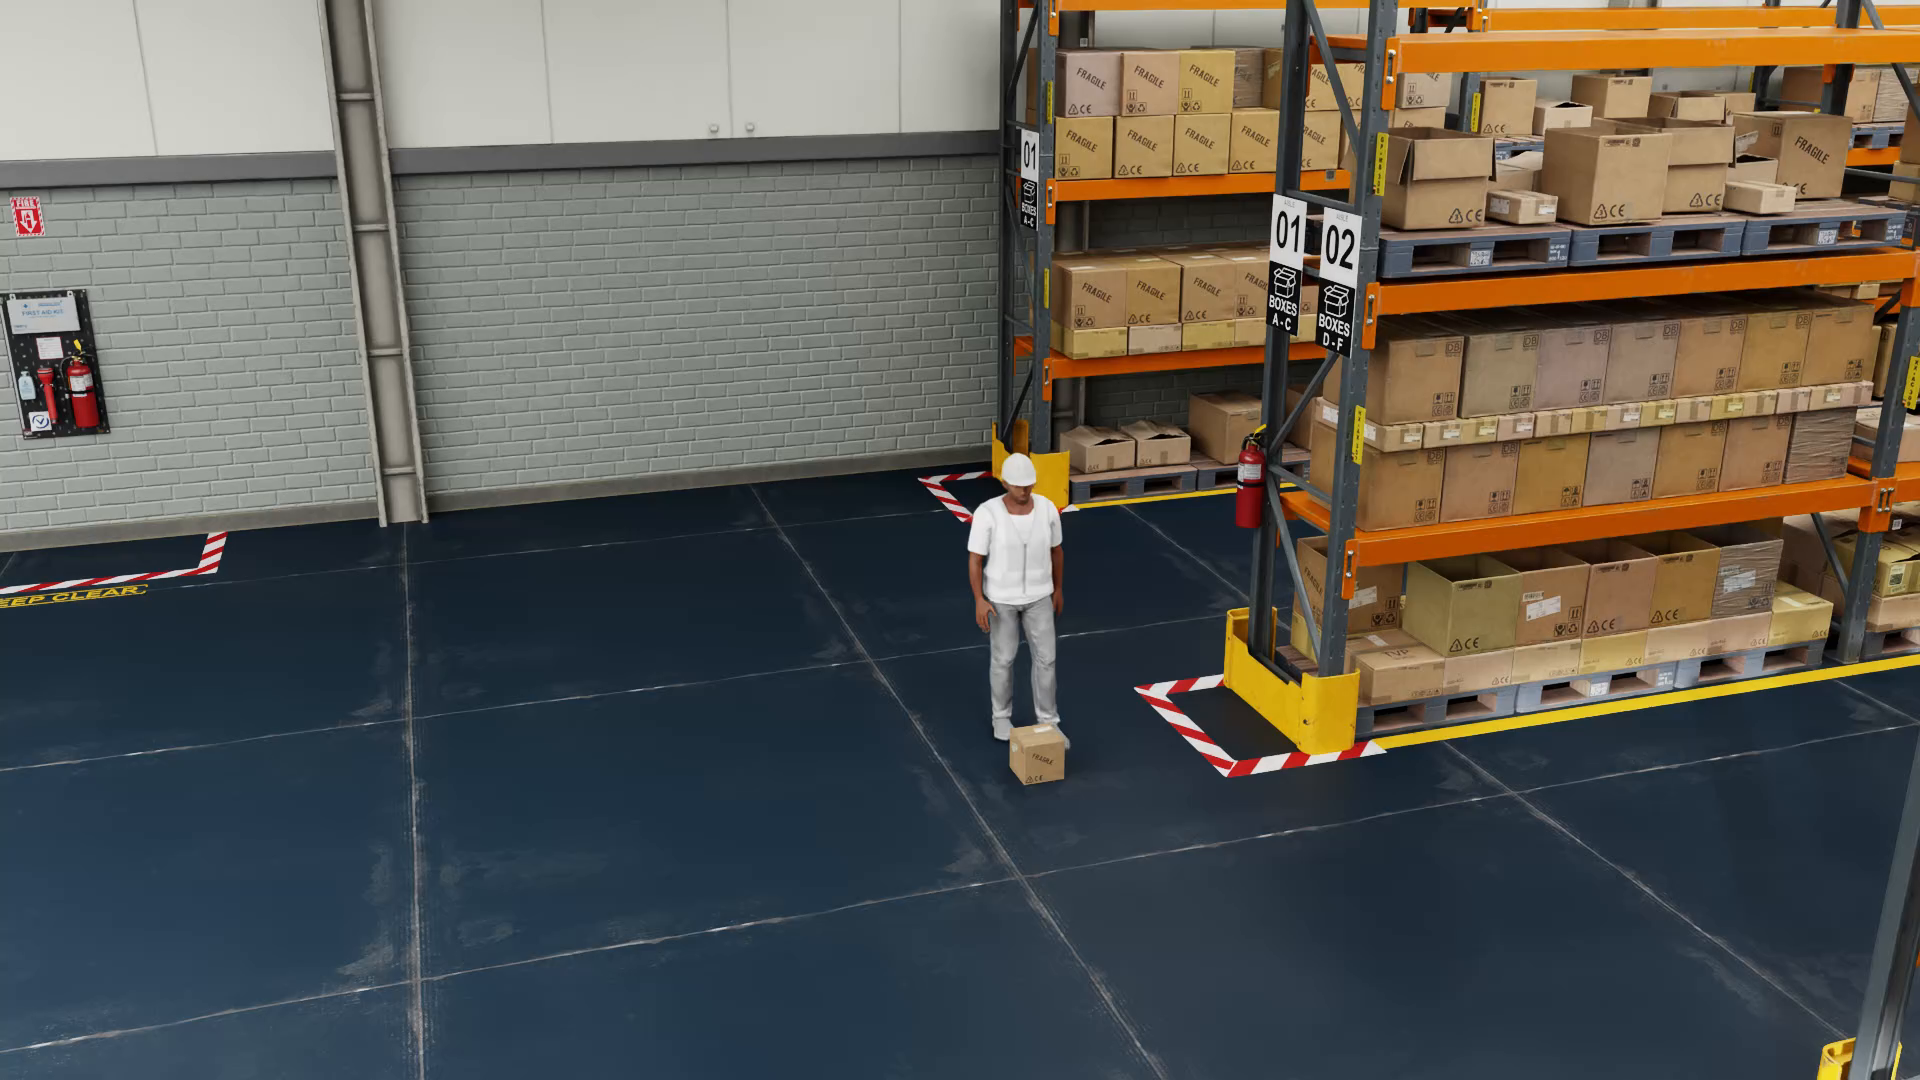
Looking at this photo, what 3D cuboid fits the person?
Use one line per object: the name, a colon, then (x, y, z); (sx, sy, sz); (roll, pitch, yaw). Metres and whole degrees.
person: (0.362, 0.377, 9.923); (0.612, 1.802, 0.519); (-4, 20, -12)
